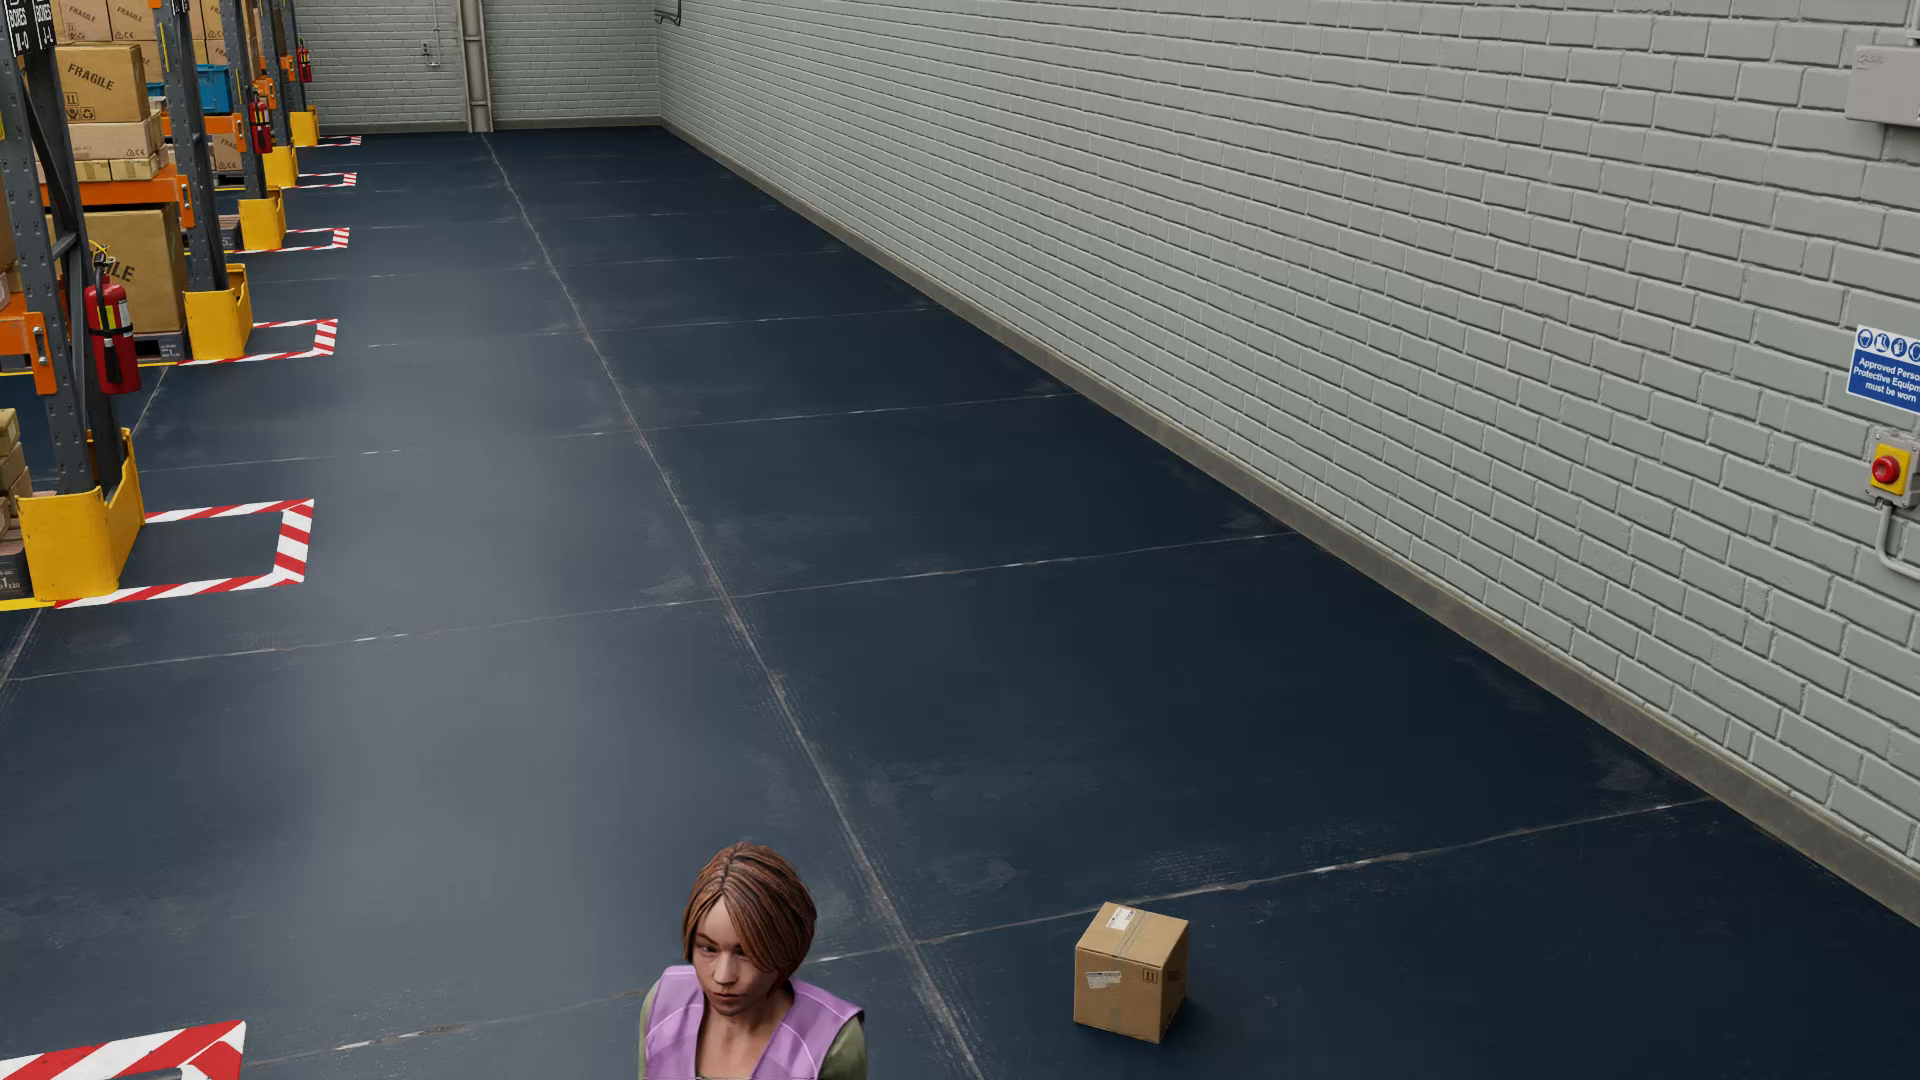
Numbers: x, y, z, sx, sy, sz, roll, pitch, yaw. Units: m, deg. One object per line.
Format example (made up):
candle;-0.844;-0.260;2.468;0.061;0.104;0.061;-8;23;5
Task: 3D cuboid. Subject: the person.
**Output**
person;-0.322;1.185;2.682;0.419;1.579;0.661;7;21;18
